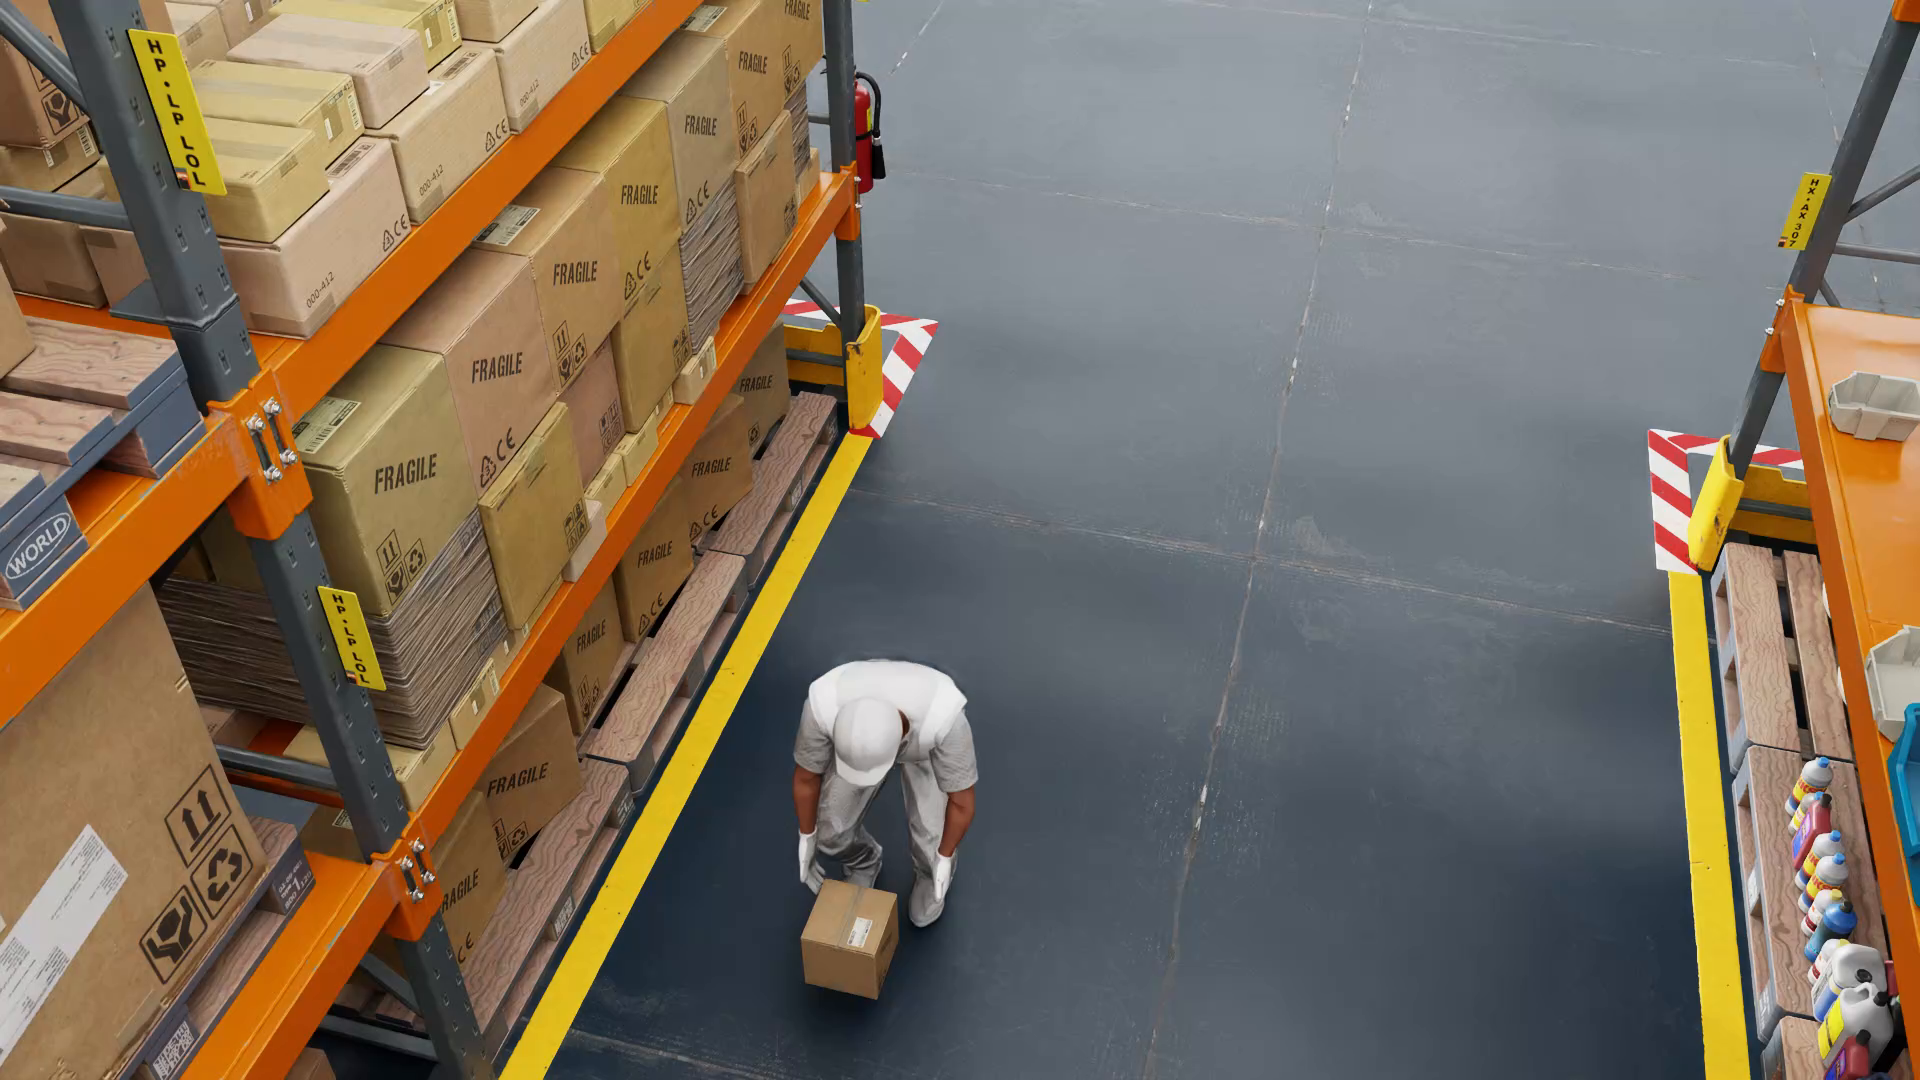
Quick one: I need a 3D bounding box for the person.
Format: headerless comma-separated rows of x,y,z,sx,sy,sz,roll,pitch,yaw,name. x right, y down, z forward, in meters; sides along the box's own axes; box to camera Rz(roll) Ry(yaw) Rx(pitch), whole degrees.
-0.210,0.810,5.554,0.610,1.322,0.813,10,42,11,person
